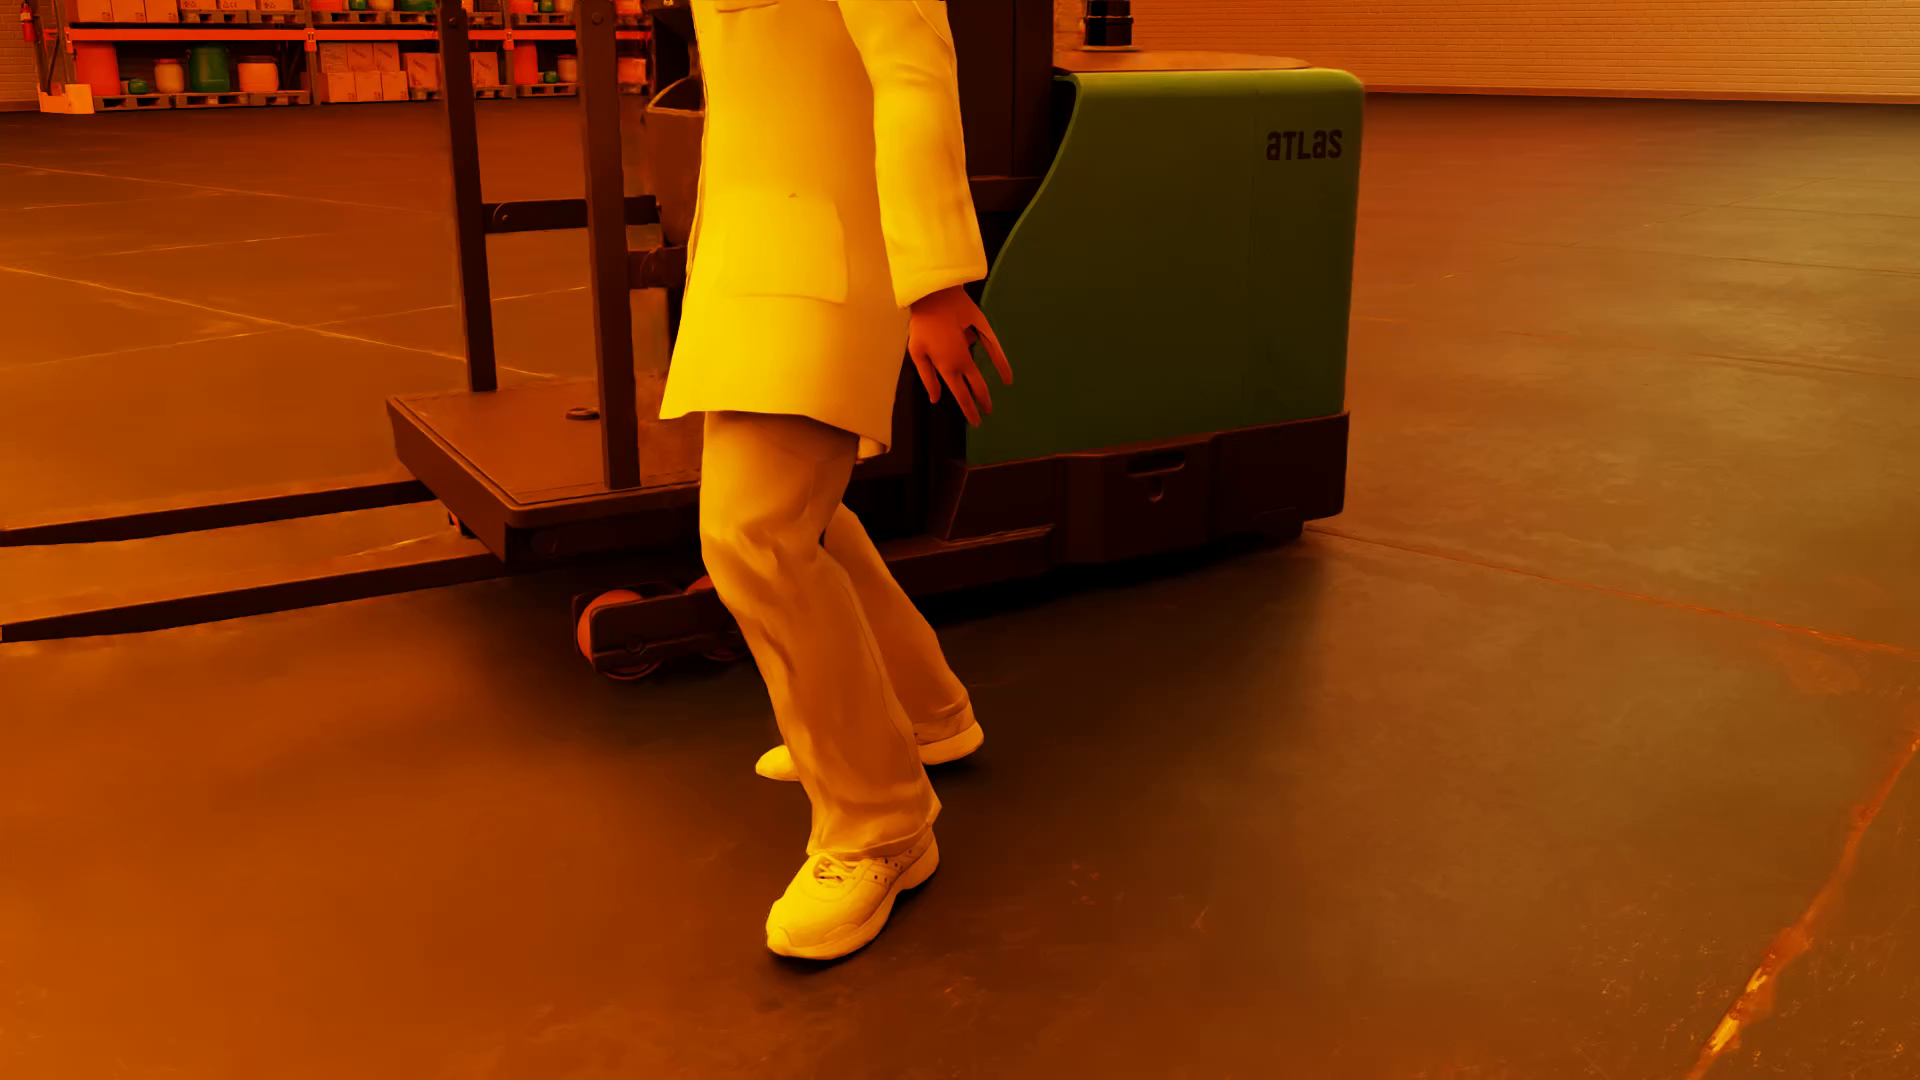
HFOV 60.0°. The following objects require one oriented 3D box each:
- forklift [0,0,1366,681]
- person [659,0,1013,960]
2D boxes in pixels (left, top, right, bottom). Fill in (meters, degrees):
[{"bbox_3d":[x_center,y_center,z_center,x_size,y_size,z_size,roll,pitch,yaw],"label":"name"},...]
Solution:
[{"bbox_3d":[-0.627,-1.317,3.233,3.031,2.935,1.130,-9,19,-28],"label":"forklift"},{"bbox_3d":[-0.180,-0.394,2.316,0.509,1.744,0.912,-4,17,-12],"label":"person"}]
